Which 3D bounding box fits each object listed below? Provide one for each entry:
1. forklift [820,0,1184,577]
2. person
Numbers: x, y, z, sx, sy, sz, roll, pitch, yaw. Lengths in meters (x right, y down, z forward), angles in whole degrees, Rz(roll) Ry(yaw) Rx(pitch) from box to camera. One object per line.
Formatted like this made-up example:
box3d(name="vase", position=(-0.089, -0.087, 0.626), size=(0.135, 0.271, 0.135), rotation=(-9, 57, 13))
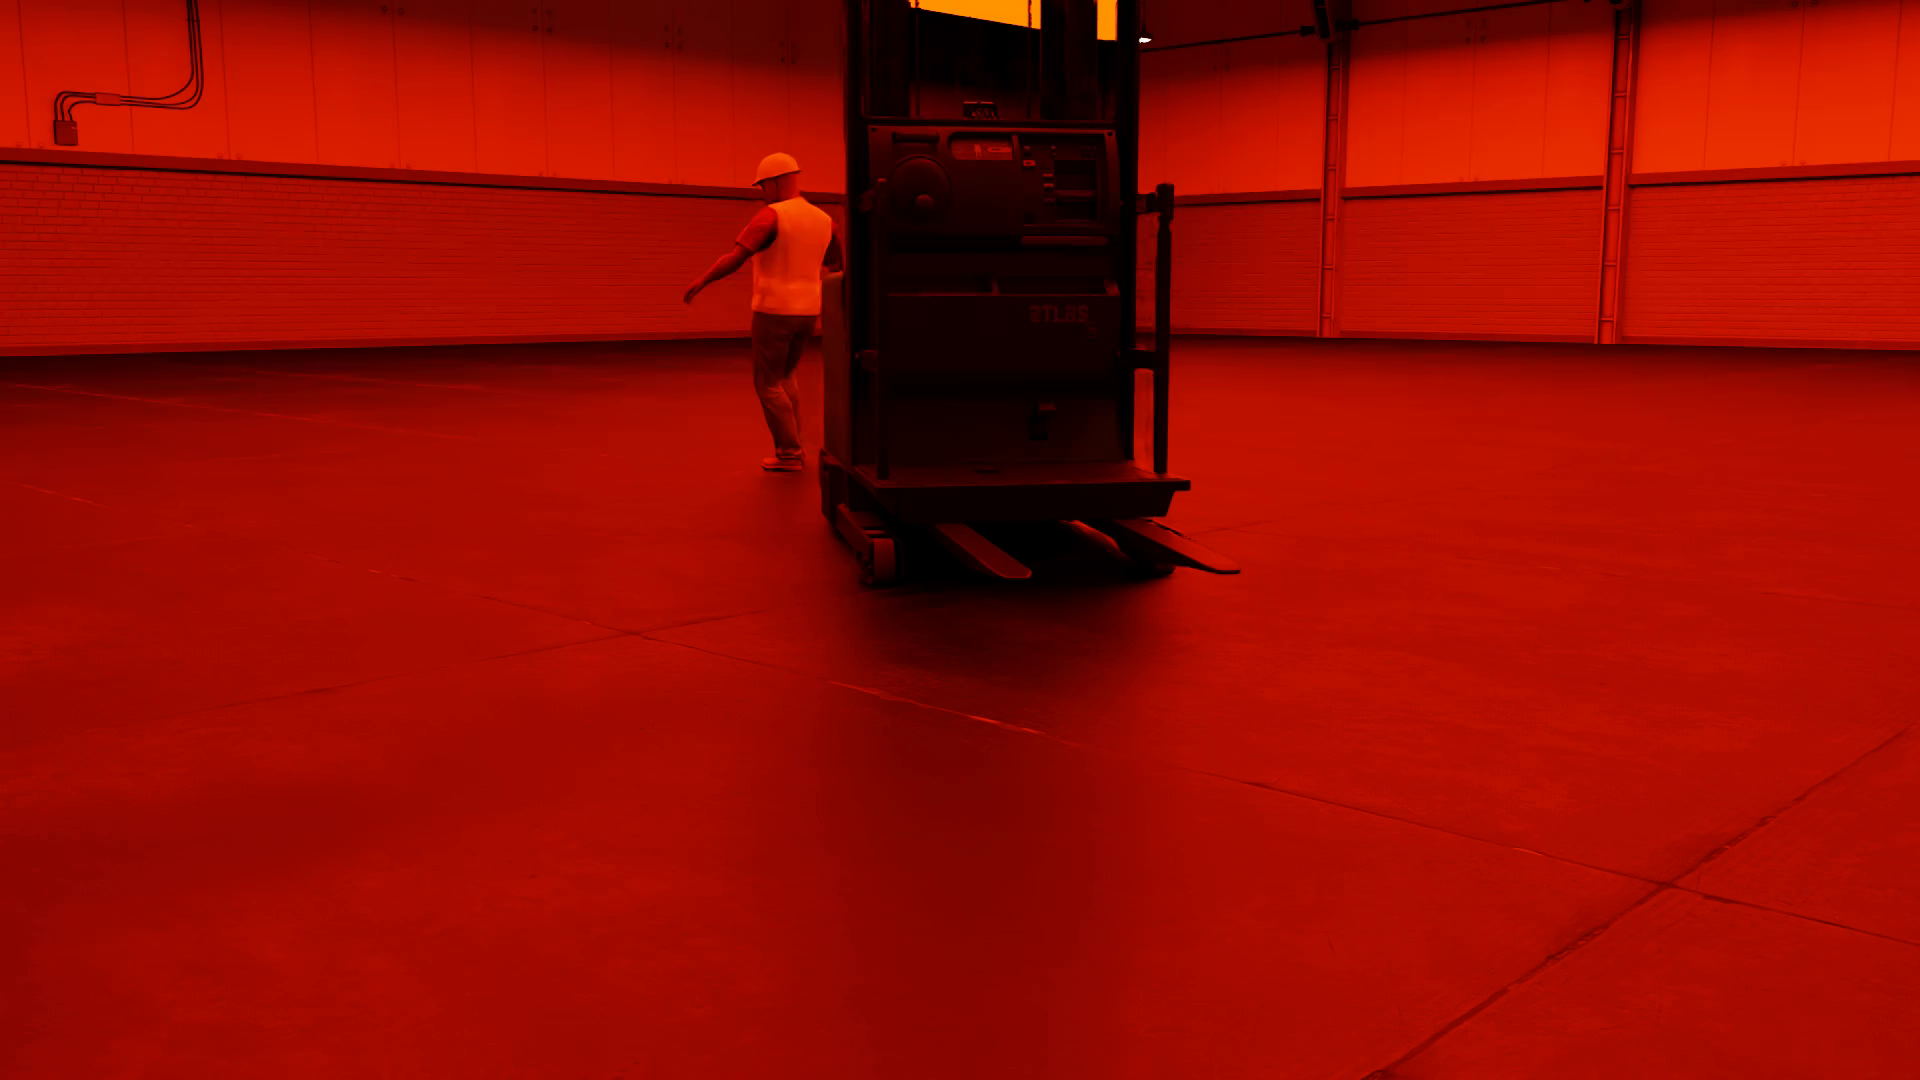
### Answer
box3d(name="forklift", position=(0.065, -1.391, 6.405), size=(1.129, 2.843, 1.939), rotation=(-2, 9, -11))
box3d(name="person", position=(-1.017, -1.246, 9.304), size=(0.529, 1.792, 1.004), rotation=(8, 12, 44))
